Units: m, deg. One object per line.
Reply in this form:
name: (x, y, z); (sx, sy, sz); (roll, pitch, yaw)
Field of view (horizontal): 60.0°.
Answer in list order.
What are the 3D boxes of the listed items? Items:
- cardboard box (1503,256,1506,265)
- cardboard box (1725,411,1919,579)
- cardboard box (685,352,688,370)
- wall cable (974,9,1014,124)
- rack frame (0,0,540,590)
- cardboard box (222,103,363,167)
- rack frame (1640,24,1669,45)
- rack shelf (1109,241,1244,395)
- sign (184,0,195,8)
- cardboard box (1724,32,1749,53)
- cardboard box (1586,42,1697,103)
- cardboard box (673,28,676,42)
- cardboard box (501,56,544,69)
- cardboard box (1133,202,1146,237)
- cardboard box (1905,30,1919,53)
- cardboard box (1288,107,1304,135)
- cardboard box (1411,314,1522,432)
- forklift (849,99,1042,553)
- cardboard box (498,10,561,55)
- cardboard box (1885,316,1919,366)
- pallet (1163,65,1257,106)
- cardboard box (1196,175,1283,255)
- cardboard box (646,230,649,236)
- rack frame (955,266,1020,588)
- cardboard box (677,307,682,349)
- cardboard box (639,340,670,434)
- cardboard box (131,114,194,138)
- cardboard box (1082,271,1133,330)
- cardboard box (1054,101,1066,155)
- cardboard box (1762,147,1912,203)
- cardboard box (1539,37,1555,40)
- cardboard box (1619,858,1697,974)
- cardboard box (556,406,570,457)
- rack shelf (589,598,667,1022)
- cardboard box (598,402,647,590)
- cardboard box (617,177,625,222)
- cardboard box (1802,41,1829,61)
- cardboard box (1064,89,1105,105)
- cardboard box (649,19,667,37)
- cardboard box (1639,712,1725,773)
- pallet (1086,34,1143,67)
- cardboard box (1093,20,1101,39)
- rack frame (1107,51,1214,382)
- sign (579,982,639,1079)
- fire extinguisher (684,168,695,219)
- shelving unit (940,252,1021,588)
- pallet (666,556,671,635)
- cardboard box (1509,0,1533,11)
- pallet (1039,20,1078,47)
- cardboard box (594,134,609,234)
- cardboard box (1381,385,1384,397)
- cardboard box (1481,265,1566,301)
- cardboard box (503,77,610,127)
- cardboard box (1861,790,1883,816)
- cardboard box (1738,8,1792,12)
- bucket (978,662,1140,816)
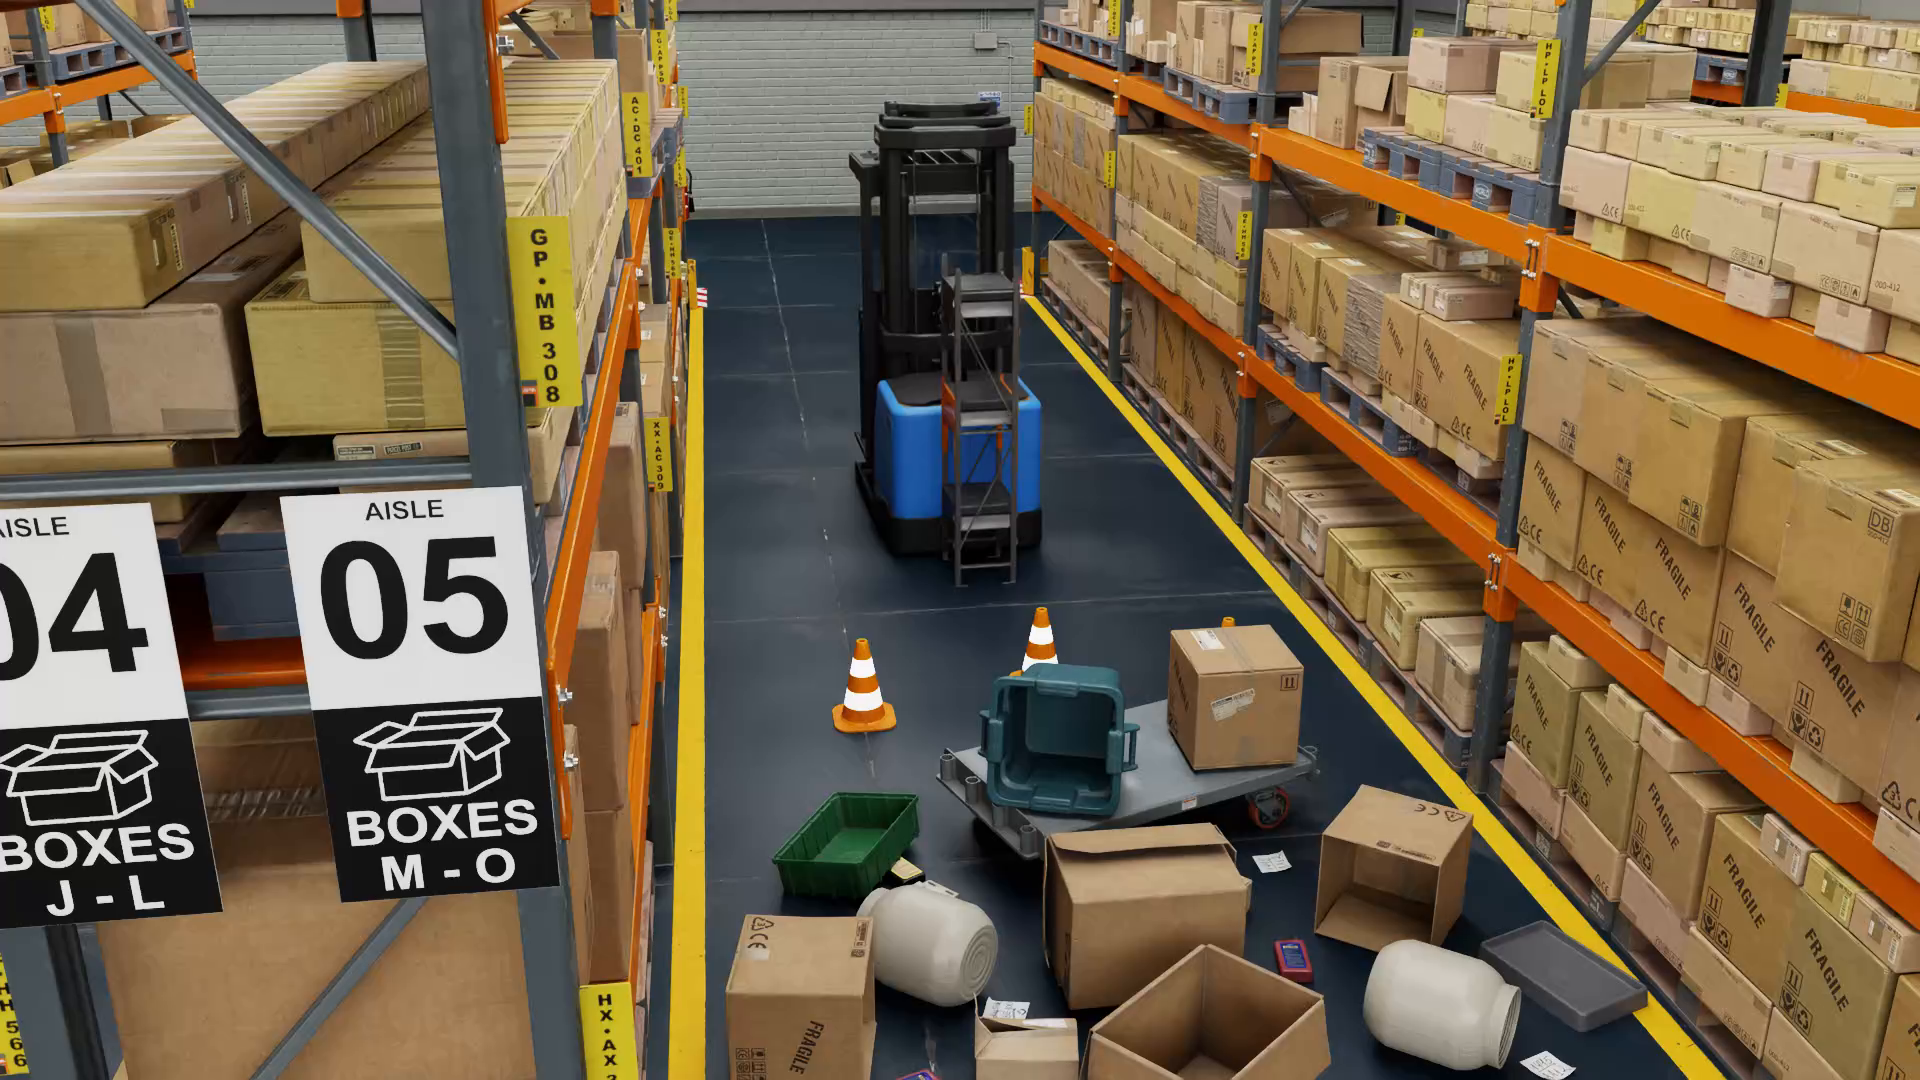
cardboard box: (6.319, -3.091, 18.678); (0.700, 0.500, 0.500); (-2, 21, -6)
cardboard box: (3.170, -0.136, 5.796); (0.700, 0.500, 0.500); (-3, 21, -8)
cardboard box: (-2.713, -1.662, 15.354); (0.380, 0.149, 0.250); (-4, 21, -10)
wall cable: (0.492, -6.770, 24.059); (0.585, 1.953, 0.123); (-3, 21, -8)
rack frame: (-1.249, -1.315, 2.374); (1.000, 3.000, 0.127); (-3, 21, -8)
cardboard box: (-1.890, -1.124, 4.627); (0.380, 0.149, 0.250); (-3, 21, -8)
rack frame: (6.816, -6.006, 14.934); (1.000, 3.000, 0.127); (-3, 21, -8)
rack shelf: (2.193, -1.914, 13.582); (1.077, 0.370, 4.000); (-3, 21, -8)
sign: (-7.939, -5.634, 17.075); (0.100, 0.325, 0.005); (-3, 21, -8)
cardboard box: (6.643, -4.161, 13.898); (0.380, 0.149, 0.250); (-2, 21, -6)
cardboard box: (3.289, -2.334, 8.291); (0.500, 0.250, 0.500); (-3, 21, -9)
cardboard box: (-3.147, -5.058, 16.900); (0.500, 0.250, 0.500); (-3, 21, -8)
cardboard box: (-2.515, -2.619, 9.539); (0.500, 0.311, 0.500); (-3, 21, -8)
cardboard box: (1.792, -2.762, 14.323); (0.500, 0.250, 0.500); (-3, 21, -7)
cardboard box: (7.051, -3.575, 11.934); (0.380, 0.149, 0.250); (-2, 21, -6)
cardboard box: (2.359, -2.729, 10.806); (0.380, 0.149, 0.250); (-3, 21, -8)
cardboard box: (2.692, -0.877, 8.608); (0.500, 0.500, 0.500); (-3, 21, -7)
forklift: (-0.206, -1.768, 12.261); (1.130, 2.935, 3.031); (-4, 21, -10)
cardboard box: (-2.718, -3.212, 10.504); (0.396, 0.266, 0.258); (-3, 21, -8)
cardboard box: (3.150, -0.631, 5.189); (0.380, 0.149, 0.250); (-3, 21, -9)
pallet: (2.172, -3.483, 12.736); (1.003, 0.211, 1.213); (-2, 21, -5)
cardboard box: (2.066, -2.417, 12.328); (0.500, 0.500, 0.500); (-3, 21, -7)
cardboard box: (-2.428, -2.165, 12.134); (0.380, 0.149, 0.250); (-2, 21, -5)
rack frame: (0.168, -0.683, 10.543); (0.400, 2.100, 0.015); (-4, 21, -10)
cardboard box: (-2.621, -1.791, 14.124); (0.500, 0.250, 0.500); (-3, 21, -9)
cardboard box: (-1.929, -0.833, 9.515); (0.500, 0.500, 0.500); (-3, 21, -9)
cardboard box: (-8.148, -4.094, 17.107); (0.500, 0.500, 0.500); (-3, 21, -7)
cardboard box: (1.791, -2.473, 17.111); (0.875, 0.438, 0.875); (-4, 21, -9)
cardboard box: (1.279, -4.307, 17.388); (0.500, 0.500, 0.500); (-3, 21, -8)
cardboard box: (3.023, -1.261, 5.738); (0.380, 0.149, 0.250); (-3, 21, -9)
cardboard box: (6.221, -5.124, 17.220); (0.380, 0.149, 0.250); (-2, 21, -7)
cardboard box: (3.043, 1.503, 6.734); (0.500, 0.250, 0.500); (-3, 21, -8)
cardboard box: (-1.019, -0.258, 3.449); (0.380, 0.149, 0.250); (-3, 21, -7)
rack shelf: (-1.537, 1.140, 5.404); (1.077, 0.370, 4.000); (-3, 21, -8)
cardboard box: (-1.612, -0.151, 6.076); (0.875, 0.550, 0.550); (-3, 21, -8)
cardboard box: (-1.420, -1.223, 6.032); (0.380, 0.149, 0.250); (-3, 21, -7)
cardboard box: (6.944, -3.889, 13.200); (0.380, 0.149, 0.250); (-2, 21, -6)
cardboard box: (1.278, -4.561, 17.141); (0.380, 0.149, 0.250); (-3, 21, -7)
cardboard box: (-2.811, -4.407, 14.441); (0.500, 0.250, 0.500); (-2, 21, -6)
cardboard box: (2.952, 0.798, 6.624); (0.380, 0.149, 0.250); (-2, 21, -5)
pallet: (1.797, -4.591, 15.561); (1.003, 0.211, 1.213); (-3, 21, -8)
cardboard box: (1.458, -4.771, 15.532); (0.380, 0.149, 0.250); (-2, 21, -6)
rack frame: (1.905, -2.944, 15.310); (1.000, 3.000, 0.127); (-3, 21, -8)
sign: (-0.699, 1.027, 3.328); (0.100, 0.325, 0.005); (-3, 21, -8)
fire extinguisher: (-3.135, -3.943, 18.631); (0.296, 0.674, 0.183); (-3, 21, -8)
shelving unit: (0.124, -0.767, 10.767); (0.431, 2.100, 0.503); (-4, 21, -10)
pallet: (-2.363, 0.309, 10.587); (1.003, 0.211, 1.213); (-3, 21, -8)
cardboard box: (6.196, -5.772, 17.671); (0.500, 0.250, 0.500); (-3, 21, -9)
pallet: (1.446, -5.436, 17.823); (1.003, 0.211, 1.213); (-3, 21, -8)
cardboard box: (-1.358, -1.101, 5.136); (0.500, 0.250, 0.500); (-3, 21, -8)
cardboard box: (2.642, -0.867, 9.510); (0.380, 0.149, 0.250); (-4, 21, -10)
cardboard box: (3.082, -1.412, 9.115); (0.380, 0.149, 0.250); (-2, 21, -5)
cardboard box: (-1.350, -1.422, 5.426); (0.380, 0.149, 0.250); (-3, 21, -7)
cardboard box: (3.242, 0.855, 5.499); (0.380, 0.149, 0.250); (-3, 21, -7)
cardboard box: (7.079, -4.594, 14.632); (0.380, 0.149, 0.250); (-3, 21, -9)
bucket: (0.476, 0.863, 7.624); (0.726, 0.611, 0.620); (4, 11, 11)
